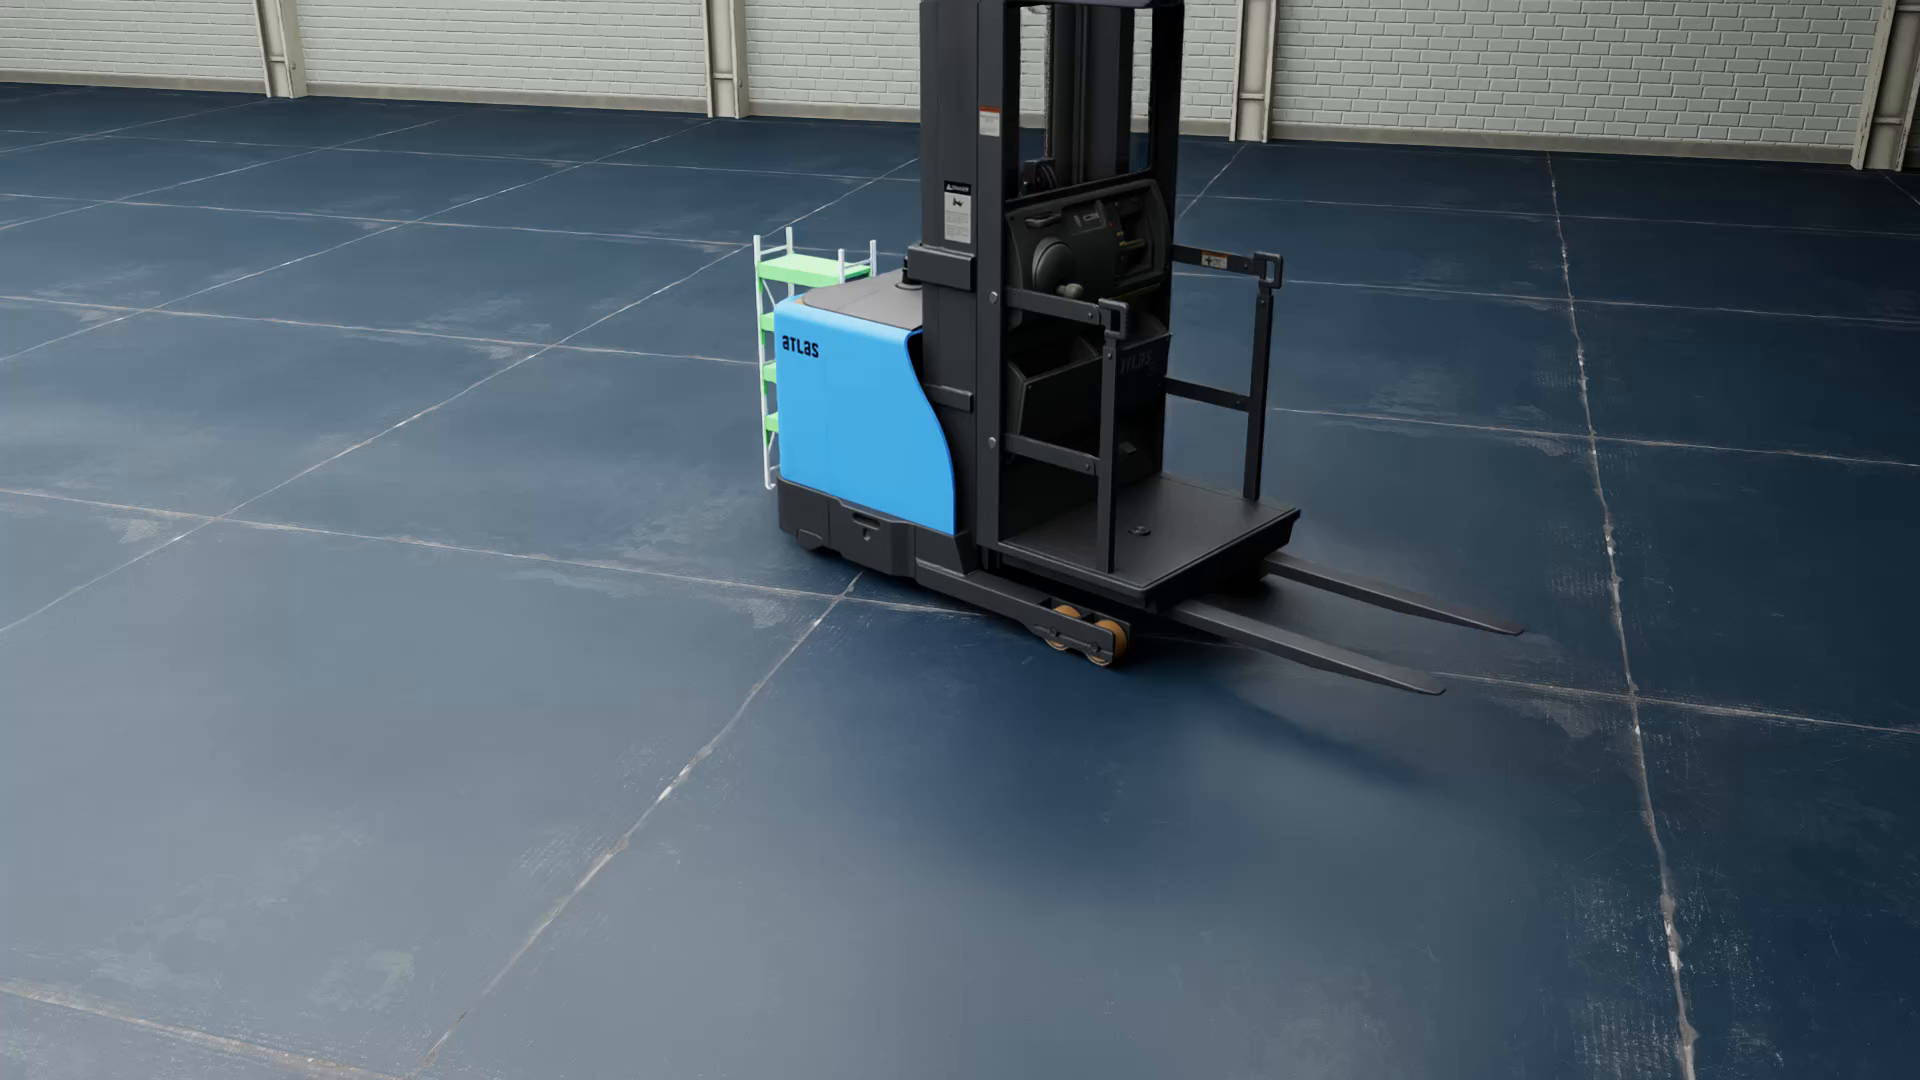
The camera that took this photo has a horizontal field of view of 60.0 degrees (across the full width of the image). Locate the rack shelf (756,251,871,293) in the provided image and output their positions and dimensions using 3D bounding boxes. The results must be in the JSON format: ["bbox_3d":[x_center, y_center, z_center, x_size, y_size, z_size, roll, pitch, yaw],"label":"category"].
[{"bbox_3d":[-0.645,-1.167,7.438,0.480,0.148,0.258,15,27,33],"label":"rack shelf"}]

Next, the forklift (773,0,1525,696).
[{"bbox_3d":[0.653,-1.117,6.132,3.031,2.935,1.130,18,29,38],"label":"forklift"}]

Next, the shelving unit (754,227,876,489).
[{"bbox_3d":[-0.645,-0.782,7.596,0.503,1.200,0.258,15,27,33],"label":"shelving unit"}]

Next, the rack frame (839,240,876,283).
[{"bbox_3d":[-0.447,-0.728,7.464,0.015,1.200,0.240,15,27,33],"label":"rack frame"}]

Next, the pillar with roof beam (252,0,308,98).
[{"bbox_3d":[-9.658,-8.159,15.304,0.400,9.000,9.100,7,23,16],"label":"pillar with roof beam"}]

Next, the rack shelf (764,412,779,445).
[{"bbox_3d":[-0.645,-0.501,7.711,0.480,0.148,0.258,15,27,33],"label":"rack shelf"}]

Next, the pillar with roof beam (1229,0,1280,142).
[{"bbox_3d":[1.830,-6.844,12.097,0.400,9.000,9.100,7,23,16],"label":"pillar with roof beam"}]

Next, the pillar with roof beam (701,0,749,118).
[{"bbox_3d":[-3.914,-7.502,13.701,0.400,9.000,9.100,7,23,16],"label":"pillar with roof beam"}]

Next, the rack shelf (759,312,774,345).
[{"bbox_3d":[-0.645,-0.945,7.529,0.480,0.148,0.258,15,27,33],"label":"rack shelf"}]

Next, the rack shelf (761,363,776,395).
[{"bbox_3d":[-0.645,-0.723,7.620,0.480,0.148,0.258,15,27,33],"label":"rack shelf"}]

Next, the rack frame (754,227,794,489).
[{"bbox_3d":[-0.843,-0.836,7.727,0.015,1.200,0.240,15,27,33],"label":"rack frame"}]

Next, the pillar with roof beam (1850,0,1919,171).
[{"bbox_3d":[7.574,-6.186,10.494,0.400,9.000,9.100,7,23,16],"label":"pillar with roof beam"}]
